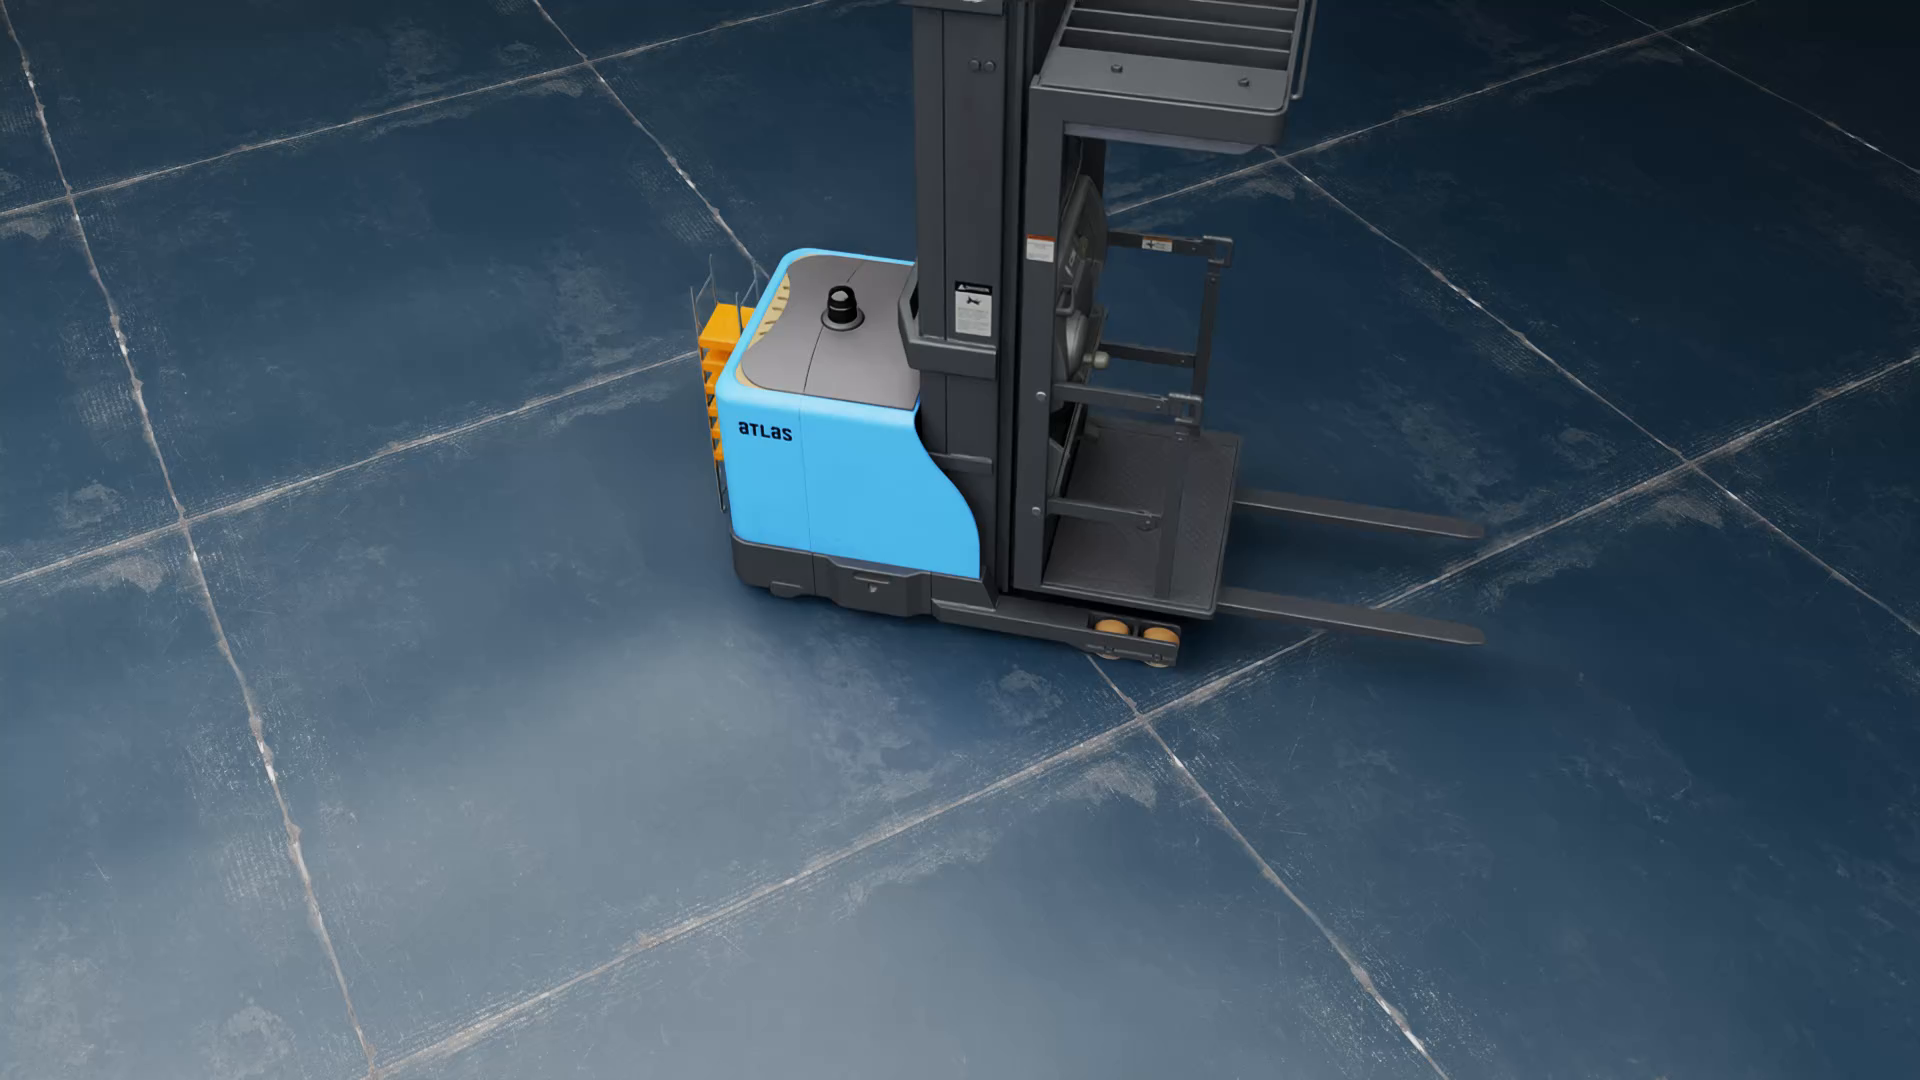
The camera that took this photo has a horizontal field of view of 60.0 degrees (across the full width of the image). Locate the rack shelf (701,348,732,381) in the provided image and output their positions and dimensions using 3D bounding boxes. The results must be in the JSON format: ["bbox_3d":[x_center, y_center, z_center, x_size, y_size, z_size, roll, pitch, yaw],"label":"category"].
[{"bbox_3d":[-0.930,-0.756,6.816,0.180,0.103,0.258,9,45,9],"label":"rack shelf"}]

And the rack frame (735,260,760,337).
[{"bbox_3d":[-0.840,-0.601,6.937,0.006,1.200,0.240,9,45,9],"label":"rack frame"}]

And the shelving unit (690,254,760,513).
[{"bbox_3d":[-0.930,-0.615,6.952,0.189,1.200,0.258,9,45,9],"label":"shelving unit"}]

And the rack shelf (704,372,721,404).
[{"bbox_3d":[-0.930,-0.669,6.899,0.180,0.103,0.258,9,45,9],"label":"rack shelf"}]

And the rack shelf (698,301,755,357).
[{"bbox_3d":[-0.930,-0.842,6.732,0.180,0.103,0.258,9,45,9],"label":"rack shelf"}]

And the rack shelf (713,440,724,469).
[{"bbox_3d":[-0.930,-0.411,7.150,0.180,0.103,0.258,9,45,9],"label":"rack shelf"}]

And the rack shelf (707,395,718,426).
[{"bbox_3d":[-0.930,-0.583,6.983,0.180,0.103,0.258,9,45,9],"label":"rack shelf"}]

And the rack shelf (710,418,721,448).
[{"bbox_3d":[-0.930,-0.497,7.066,0.180,0.103,0.258,9,45,9],"label":"rack shelf"}]

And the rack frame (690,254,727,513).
[{"bbox_3d":[-1.019,-0.629,6.966,0.006,1.200,0.240,9,45,9],"label":"rack frame"}]

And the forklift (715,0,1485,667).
[{"bbox_3d":[0.631,-0.952,6.055,3.031,2.935,1.130,9,45,9],"label":"forklift"}]
